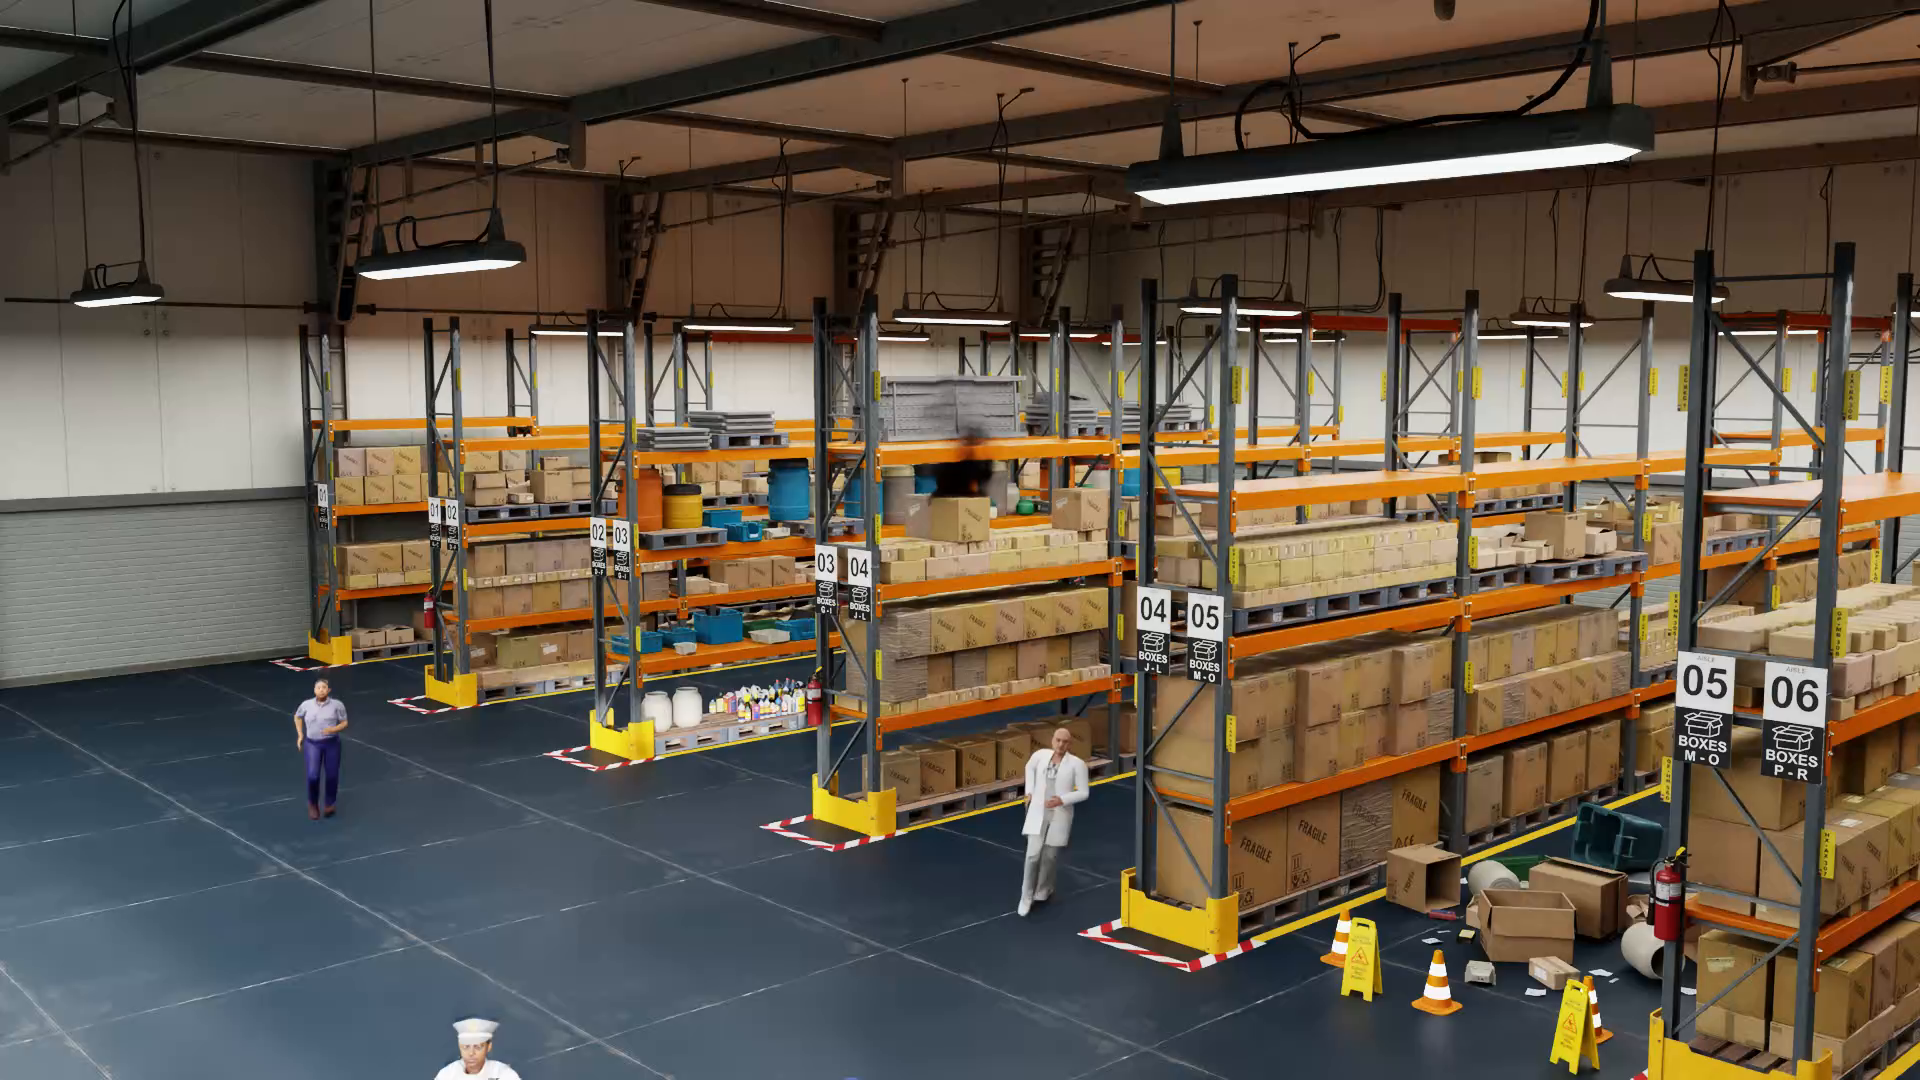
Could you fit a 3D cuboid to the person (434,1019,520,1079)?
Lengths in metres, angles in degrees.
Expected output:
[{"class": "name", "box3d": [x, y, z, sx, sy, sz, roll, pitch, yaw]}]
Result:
[{"class": "person", "box3d": [-2.643, 3.415, 9.098, 0.587, 1.659, 0.852, -1, 6, -7]}]

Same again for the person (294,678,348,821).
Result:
[{"class": "person", "box3d": [-7.359, 2.417, 19.193, 0.578, 1.641, 0.653, -2, 6, -22]}]

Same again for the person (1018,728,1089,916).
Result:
[{"class": "person", "box3d": [0.910, 2.690, 15.965, 0.655, 1.804, 0.740, 1, 6, 12]}]
